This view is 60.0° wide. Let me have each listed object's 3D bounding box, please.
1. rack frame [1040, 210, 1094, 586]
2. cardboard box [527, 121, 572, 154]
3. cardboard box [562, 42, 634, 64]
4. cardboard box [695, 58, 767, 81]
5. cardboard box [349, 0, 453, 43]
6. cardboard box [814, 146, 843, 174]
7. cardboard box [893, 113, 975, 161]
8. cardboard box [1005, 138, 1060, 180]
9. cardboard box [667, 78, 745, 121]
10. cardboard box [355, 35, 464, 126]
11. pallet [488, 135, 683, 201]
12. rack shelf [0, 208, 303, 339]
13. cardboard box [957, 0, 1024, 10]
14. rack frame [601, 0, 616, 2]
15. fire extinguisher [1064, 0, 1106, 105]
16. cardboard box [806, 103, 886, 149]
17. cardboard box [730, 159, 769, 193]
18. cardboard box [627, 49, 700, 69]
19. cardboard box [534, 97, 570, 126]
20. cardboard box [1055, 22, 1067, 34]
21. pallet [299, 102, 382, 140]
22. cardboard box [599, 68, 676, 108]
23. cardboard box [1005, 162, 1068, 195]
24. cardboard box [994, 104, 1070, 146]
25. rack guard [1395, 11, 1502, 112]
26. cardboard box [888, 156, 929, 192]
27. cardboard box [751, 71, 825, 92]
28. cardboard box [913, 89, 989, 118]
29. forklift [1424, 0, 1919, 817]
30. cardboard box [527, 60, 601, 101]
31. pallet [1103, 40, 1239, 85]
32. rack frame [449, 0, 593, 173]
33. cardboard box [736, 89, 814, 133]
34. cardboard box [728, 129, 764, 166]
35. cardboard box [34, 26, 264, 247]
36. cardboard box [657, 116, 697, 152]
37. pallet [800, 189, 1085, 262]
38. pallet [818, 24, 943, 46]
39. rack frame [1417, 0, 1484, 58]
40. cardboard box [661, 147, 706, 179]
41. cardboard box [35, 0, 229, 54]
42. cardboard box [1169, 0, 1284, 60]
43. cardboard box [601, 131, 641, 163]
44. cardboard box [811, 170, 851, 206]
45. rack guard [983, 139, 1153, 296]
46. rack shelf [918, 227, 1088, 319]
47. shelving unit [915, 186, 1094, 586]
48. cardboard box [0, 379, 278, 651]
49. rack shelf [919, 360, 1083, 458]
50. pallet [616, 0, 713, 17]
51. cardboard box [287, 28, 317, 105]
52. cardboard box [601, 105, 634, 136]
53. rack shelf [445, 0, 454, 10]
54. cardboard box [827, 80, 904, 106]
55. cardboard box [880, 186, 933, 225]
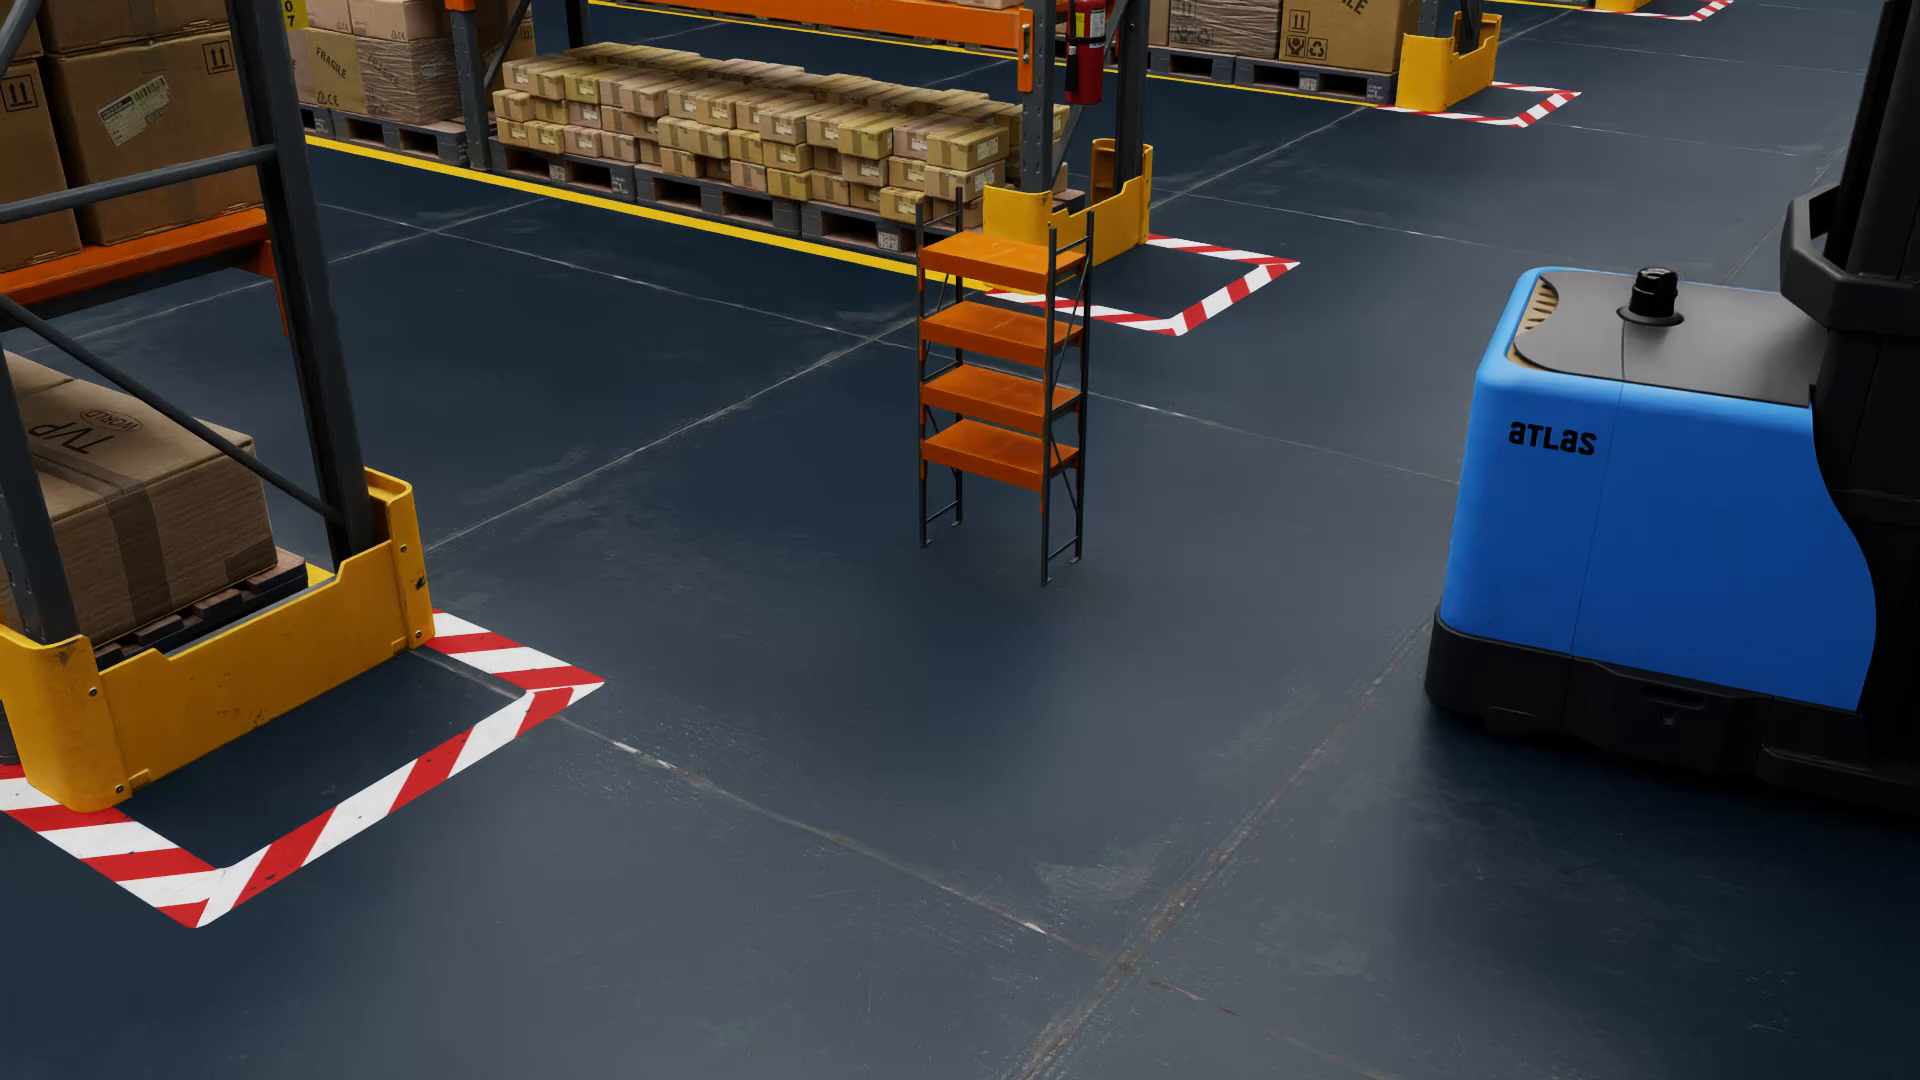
[{"bbox_3d":[0.338,-0.430,5.271,0.015,1.200,0.240,17,32,30],"label":"rack frame"},{"bbox_3d":[-2.338,-2.417,9.873,0.250,0.149,0.380,18,32,32],"label":"cardboard box"},{"bbox_3d":[-2.235,-2.970,10.304,0.250,0.149,0.380,18,32,32],"label":"cardboard box"},{"bbox_3d":[-1.347,-2.727,9.826,0.250,0.149,0.380,16,31,28],"label":"cardboard box"},{"bbox_3d":[-3.432,-3.287,10.367,0.500,0.250,0.500,16,31,29],"label":"cardboard box"},{"bbox_3d":[-0.567,-2.074,8.870,0.250,0.149,0.380,17,31,30],"label":"cardboard box"},{"bbox_3d":[-0.133,-2.064,8.524,0.250,0.149,0.380,18,32,31],"label":"cardboard box"},{"bbox_3d":[0.335,-2.035,8.794,0.250,0.149,0.380,19,32,32],"label":"cardboard box"},{"bbox_3d":[-1.416,-2.466,9.312,0.250,0.149,0.380,16,31,28],"label":"cardboard box"},{"bbox_3d":[-3.428,-2.952,10.536,0.500,0.500,0.500,17,31,29],"label":"cardboard box"},{"bbox_3d":[-2.102,-2.381,10.195,1.213,0.211,1.003,17,32,30],"label":"pallet"},{"bbox_3d":[-3.746,-1.072,5.342,4.000,0.370,1.077,17,32,30],"label":"rack shelf"},{"bbox_3d":[0.193,-2.622,7.871,0.250,0.149,0.380,17,32,30],"label":"cardboard box"},{"bbox_3d":[-3.081,-6.638,15.487,0.127,3.000,1.000,17,32,30],"label":"rack frame"},{"bbox_3d":[0.568,-2.318,7.493,0.183,0.674,0.296,17,32,30],"label":"fire extinguisher"},{"bbox_3d":[-0.596,-2.174,8.738,0.250,0.149,0.380,16,31,28],"label":"cardboard box"},{"bbox_3d":[-1.039,-2.036,9.123,0.250,0.149,0.380,18,32,31],"label":"cardboard box"},{"bbox_3d":[-1.792,-2.858,10.083,0.250,0.149,0.380,17,32,30],"label":"cardboard box"},{"bbox_3d":[-2.298,-2.588,9.880,0.250,0.149,0.380,18,32,31],"label":"cardboard box"},{"bbox_3d":[0.715,-4.652,13.463,0.875,0.875,0.875,17,32,30],"label":"cardboard box"},{"bbox_3d":[-4.328,-3.052,11.515,1.213,0.211,1.003,17,32,30],"label":"pallet"},{"bbox_3d":[-1.851,-2.601,9.577,0.250,0.149,0.380,16,31,29],"label":"cardboard box"},{"bbox_3d":[0.371,-1.926,8.908,0.250,0.149,0.380,18,32,31],"label":"cardboard box"},{"bbox_3d":[0.382,-2.199,8.788,0.250,0.149,0.380,16,31,28],"label":"cardboard box"},{"bbox_3d":[3.533,-3.464,12.005,0.348,0.500,1.175,17,32,30],"label":"rack guard"},{"bbox_3d":[-0.160,-1.921,8.569,0.250,0.149,0.380,16,31,29],"label":"cardboard box"},{"bbox_3d":[-0.975,-2.558,9.494,0.250,0.149,0.380,17,32,30],"label":"cardboard box"},{"bbox_3d":[-0.048,-2.337,9.060,0.250,0.149,0.380,17,32,30],"label":"cardboard box"},{"bbox_3d":[2.889,-0.722,3.938,3.031,2.935,1.130,11,29,21],"label":"forklift"},{"bbox_3d":[-2.315,-2.706,9.783,0.250,0.149,0.380,19,33,33],"label":"cardboard box"},{"bbox_3d":[1.809,-3.831,13.045,1.213,0.211,1.003,17,32,30],"label":"pallet"},{"bbox_3d":[-2.675,-3.783,9.876,0.127,3.000,1.000,17,32,30],"label":"rack frame"},{"bbox_3d":[-1.003,-2.331,9.047,0.250,0.149,0.380,16,31,29],"label":"cardboard box"},{"bbox_3d":[-1.039,-2.167,9.053,0.250,0.149,0.380,19,33,33],"label":"cardboard box"},{"bbox_3d":[-2.330,-1.154,4.600,0.500,0.500,0.500,17,32,30],"label":"cardboard box"},{"bbox_3d":[-1.471,-2.300,9.315,0.250,0.149,0.380,17,32,30],"label":"cardboard box"},{"bbox_3d":[-0.090,-1.754,8.964,1.213,0.211,1.003,17,32,30],"label":"pallet"},{"bbox_3d":[-0.462,-4.538,14.435,1.213,0.211,1.003,17,32,30],"label":"pallet"},{"bbox_3d":[3.513,-4.584,11.450,0.127,3.000,1.000,17,32,30],"label":"rack frame"},{"bbox_3d":[-1.465,-2.168,9.382,0.250,0.149,0.380,16,31,29],"label":"cardboard box"},{"bbox_3d":[-2.332,-1.599,4.372,0.500,0.500,0.500,17,31,29],"label":"cardboard box"},{"bbox_3d":[2.190,-4.192,12.560,0.875,0.875,0.875,17,32,30],"label":"cardboard box"},{"bbox_3d":[-1.866,-2.326,9.694,0.250,0.149,0.380,17,31,29],"label":"cardboard box"},{"bbox_3d":[-0.579,-1.916,8.888,0.250,0.149,0.380,18,32,31],"label":"cardboard box"},{"bbox_3d":[0.559,-1.661,8.462,0.348,0.500,1.175,17,32,30],"label":"rack guard"},{"bbox_3d":[0.136,-0.842,5.216,0.480,0.148,0.258,17,32,30],"label":"rack shelf"},{"bbox_3d":[0.136,-0.492,5.394,0.503,1.200,0.258,17,32,30],"label":"shelving unit"},{"bbox_3d":[-2.698,-0.056,4.915,0.875,0.438,0.875,16,31,29],"label":"cardboard box"},{"bbox_3d":[0.136,-0.432,5.425,0.480,0.148,0.258,17,32,30],"label":"rack shelf"},{"bbox_3d":[-2.474,-5.165,15.666,1.213,0.211,1.003,17,32,30],"label":"pallet"},{"bbox_3d":[-4.271,-3.217,11.057,0.500,0.500,0.500,17,31,29],"label":"cardboard box"},{"bbox_3d":[-1.856,-2.468,9.645,0.250,0.149,0.380,16,31,28],"label":"cardboard box"},{"bbox_3d":[-4.324,-3.976,11.048,4.000,0.370,1.077,17,32,30],"label":"rack shelf"},{"bbox_3d":[-0.523,-2.445,9.271,0.250,0.149,0.380,19,32,32],"label":"cardboard box"},{"bbox_3d":[-0.199,-1.757,8.576,0.250,0.149,0.380,18,32,32],"label":"cardboard box"}]
